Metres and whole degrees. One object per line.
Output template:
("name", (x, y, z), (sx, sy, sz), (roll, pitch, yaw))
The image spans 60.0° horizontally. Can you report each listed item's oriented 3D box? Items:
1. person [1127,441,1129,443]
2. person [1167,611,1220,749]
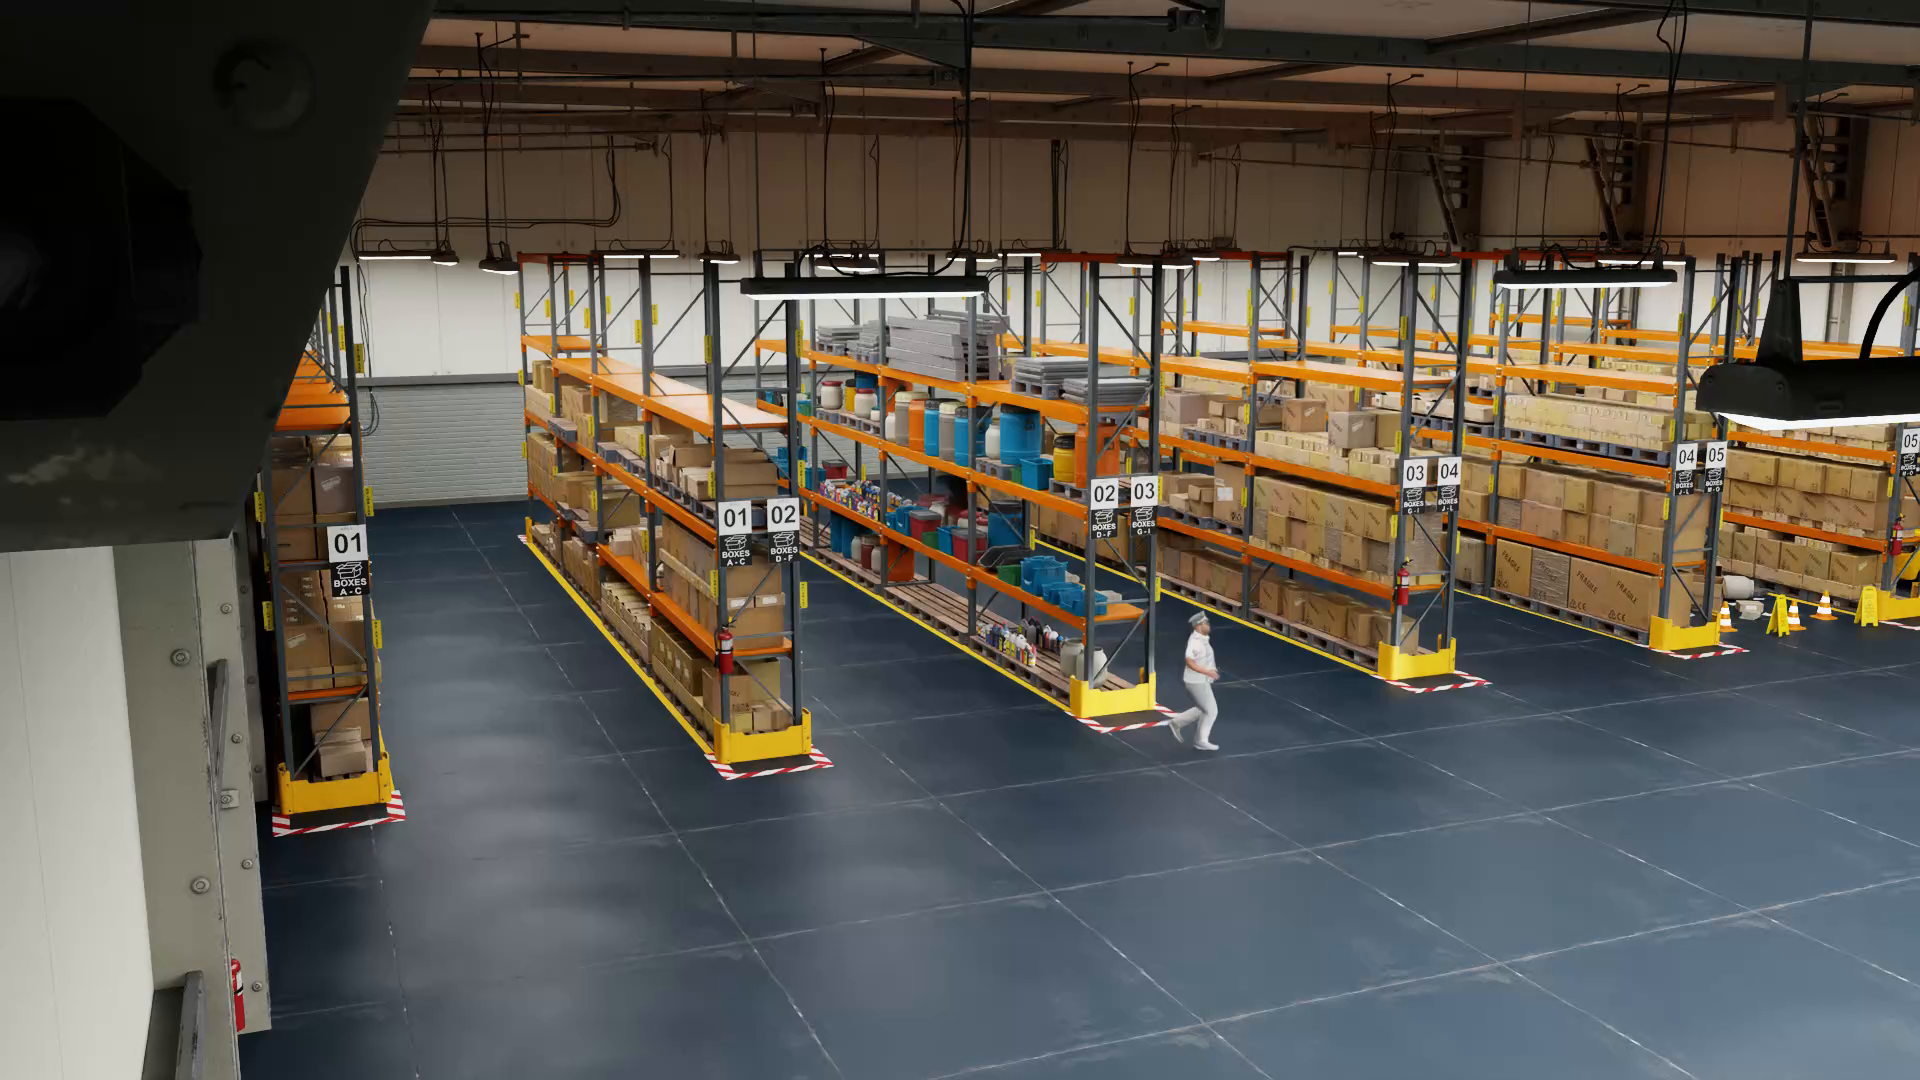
("person", (3.935, -1.521, 38.843), (0.622, 1.620, 0.460), (-2, 11, -12))
("person", (2.935, 1.747, 20.797), (0.657, 1.762, 0.679), (2, 10, 9))
